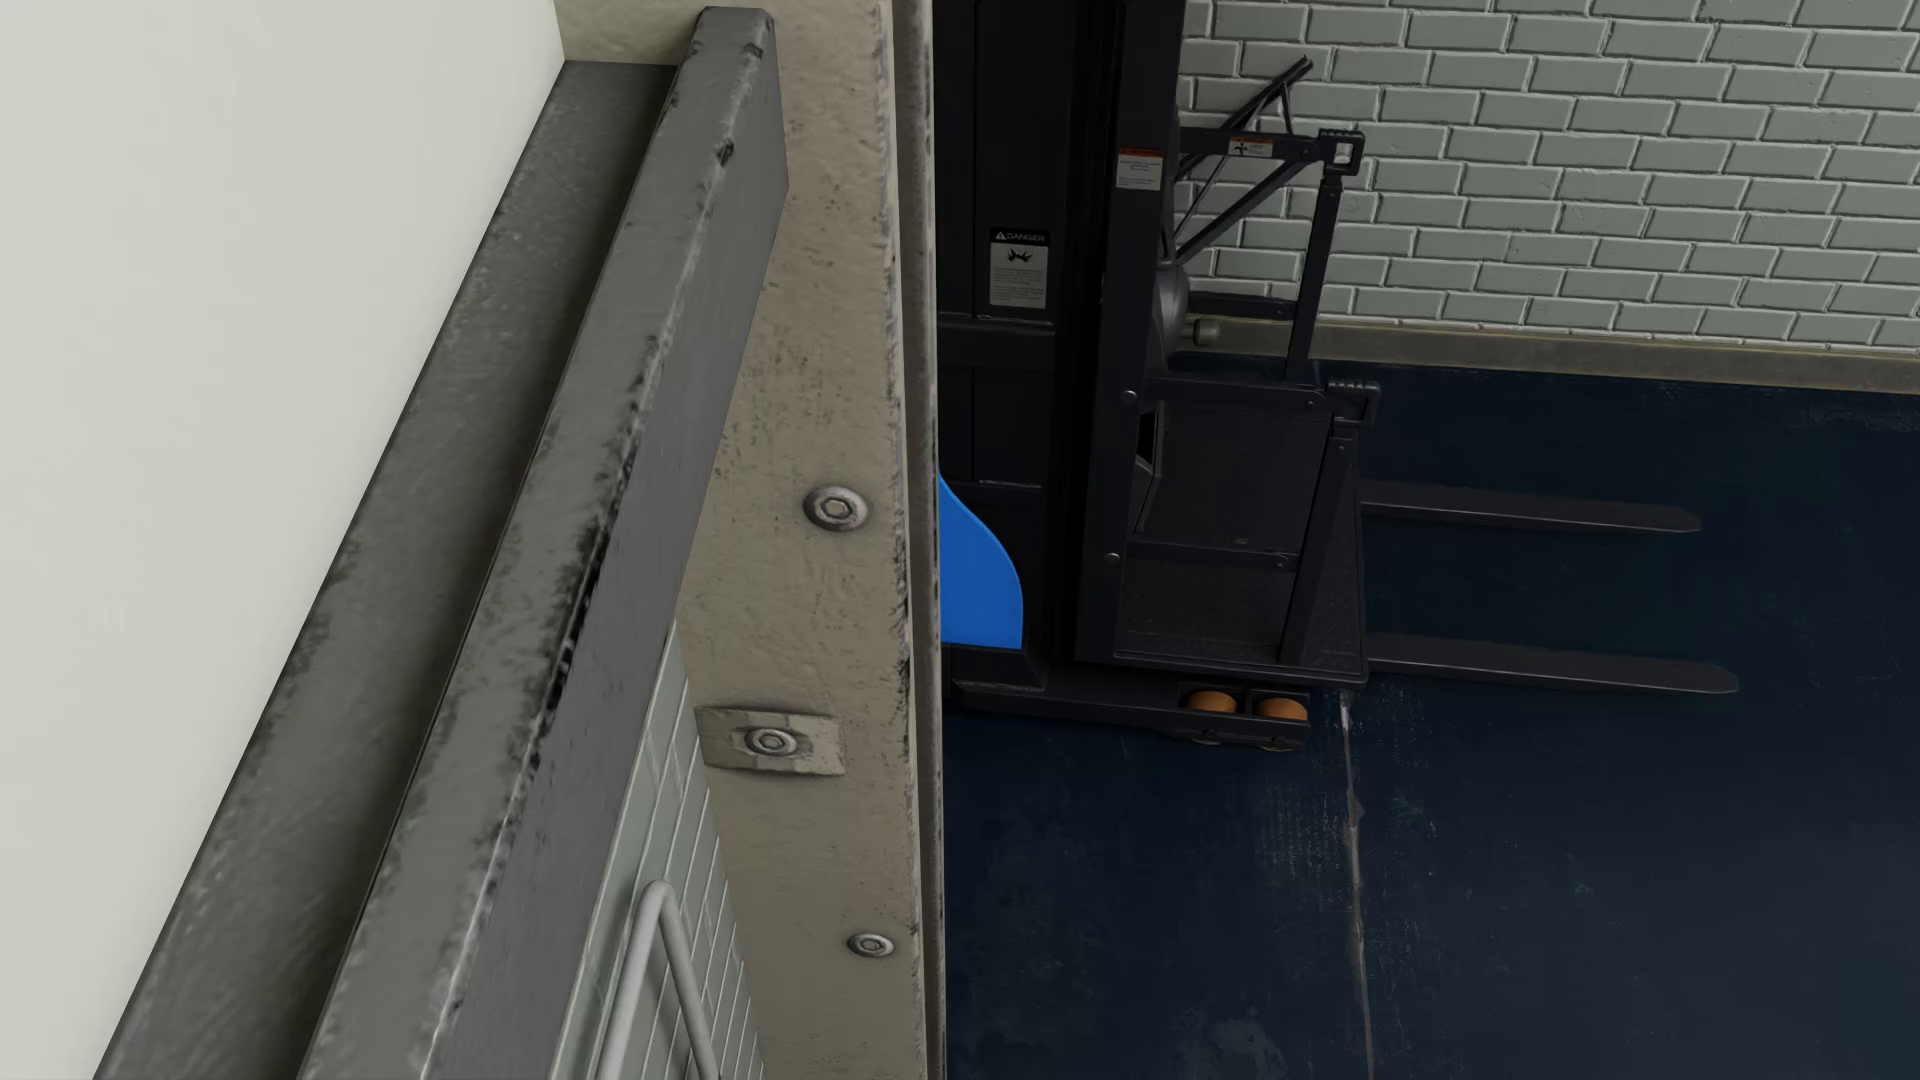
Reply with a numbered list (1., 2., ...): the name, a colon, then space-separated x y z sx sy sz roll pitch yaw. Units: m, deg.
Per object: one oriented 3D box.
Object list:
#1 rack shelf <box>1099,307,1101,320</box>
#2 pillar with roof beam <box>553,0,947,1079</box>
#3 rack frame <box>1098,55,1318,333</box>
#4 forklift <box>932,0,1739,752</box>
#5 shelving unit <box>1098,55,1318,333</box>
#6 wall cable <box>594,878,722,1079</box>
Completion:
1. rack shelf: 0.040 -1.070 5.127 1.000 0.185 0.538 34 38 -26
2. pillar with roof beam: 4.084 -1.279 0.322 9.100 9.000 0.400 4 48 4
3. rack frame: 0.538 -0.903 5.249 0.032 1.500 0.500 34 38 -26
4. forklift: 0.683 -0.810 4.004 3.031 2.935 1.130 5 48 5
5. shelving unit: 0.167 -1.155 5.031 1.083 1.500 0.587 34 38 -26
6. wall cable: -0.413 1.151 1.476 0.084 1.984 1.851 4 48 4
